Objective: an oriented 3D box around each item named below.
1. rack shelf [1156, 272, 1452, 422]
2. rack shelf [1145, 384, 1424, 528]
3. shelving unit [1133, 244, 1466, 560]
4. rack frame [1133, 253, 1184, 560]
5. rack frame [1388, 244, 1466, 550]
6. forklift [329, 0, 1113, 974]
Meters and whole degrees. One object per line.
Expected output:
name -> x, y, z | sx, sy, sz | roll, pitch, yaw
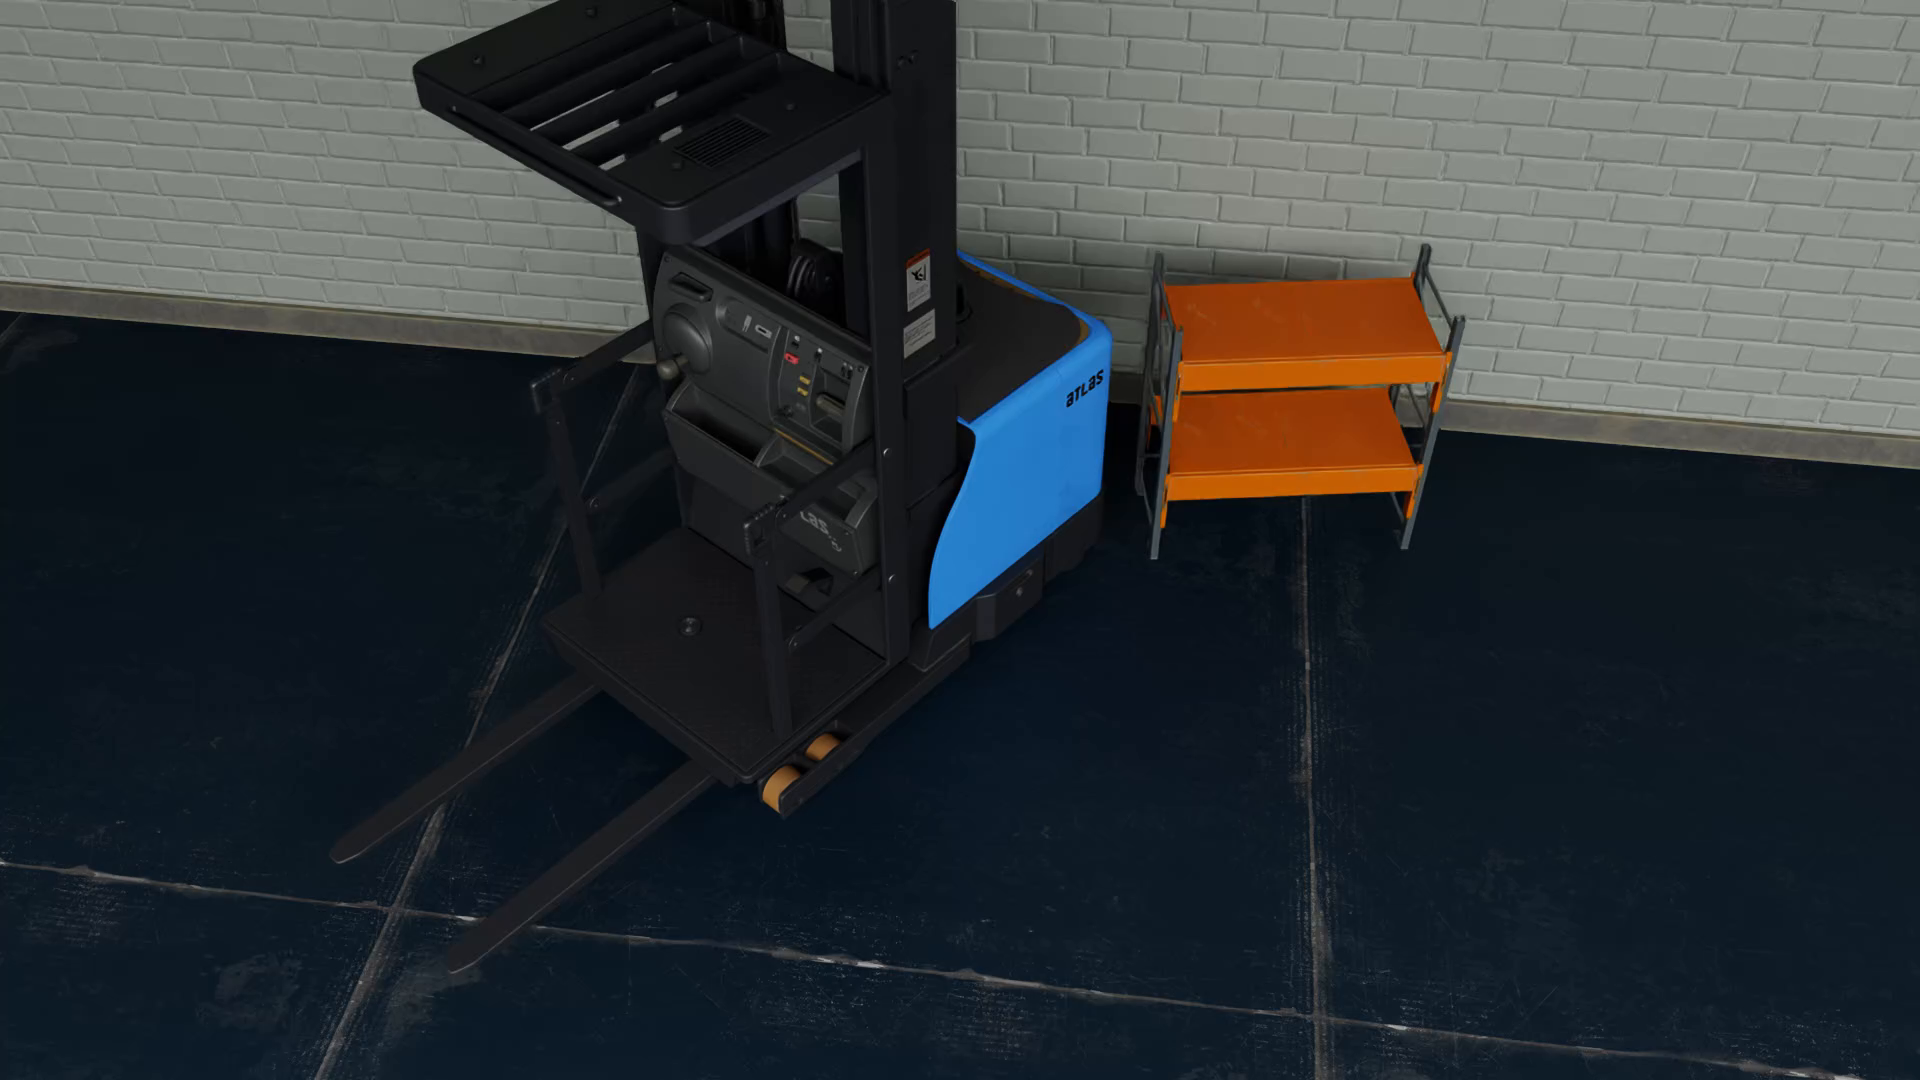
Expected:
rack shelf -> 1.270, -0.734, 6.281 | 1.000, 0.278, 0.538 | -2, 43, -2
rack shelf -> 1.270, -0.344, 6.650 | 1.000, 0.278, 0.538 | -2, 43, -2
shelving unit -> 1.270, -0.521, 6.482 | 1.048, 1.125, 0.538 | -2, 43, -2
rack frame -> 0.763, -0.500, 6.460 | 0.032, 1.125, 0.500 | -2, 43, -2
rack frame -> 1.778, -0.542, 6.504 | 0.032, 1.125, 0.500 | -2, 43, -2
forklift -> -0.784, -0.517, 5.164 | 1.130, 2.935, 3.031 | 31, 52, 29
